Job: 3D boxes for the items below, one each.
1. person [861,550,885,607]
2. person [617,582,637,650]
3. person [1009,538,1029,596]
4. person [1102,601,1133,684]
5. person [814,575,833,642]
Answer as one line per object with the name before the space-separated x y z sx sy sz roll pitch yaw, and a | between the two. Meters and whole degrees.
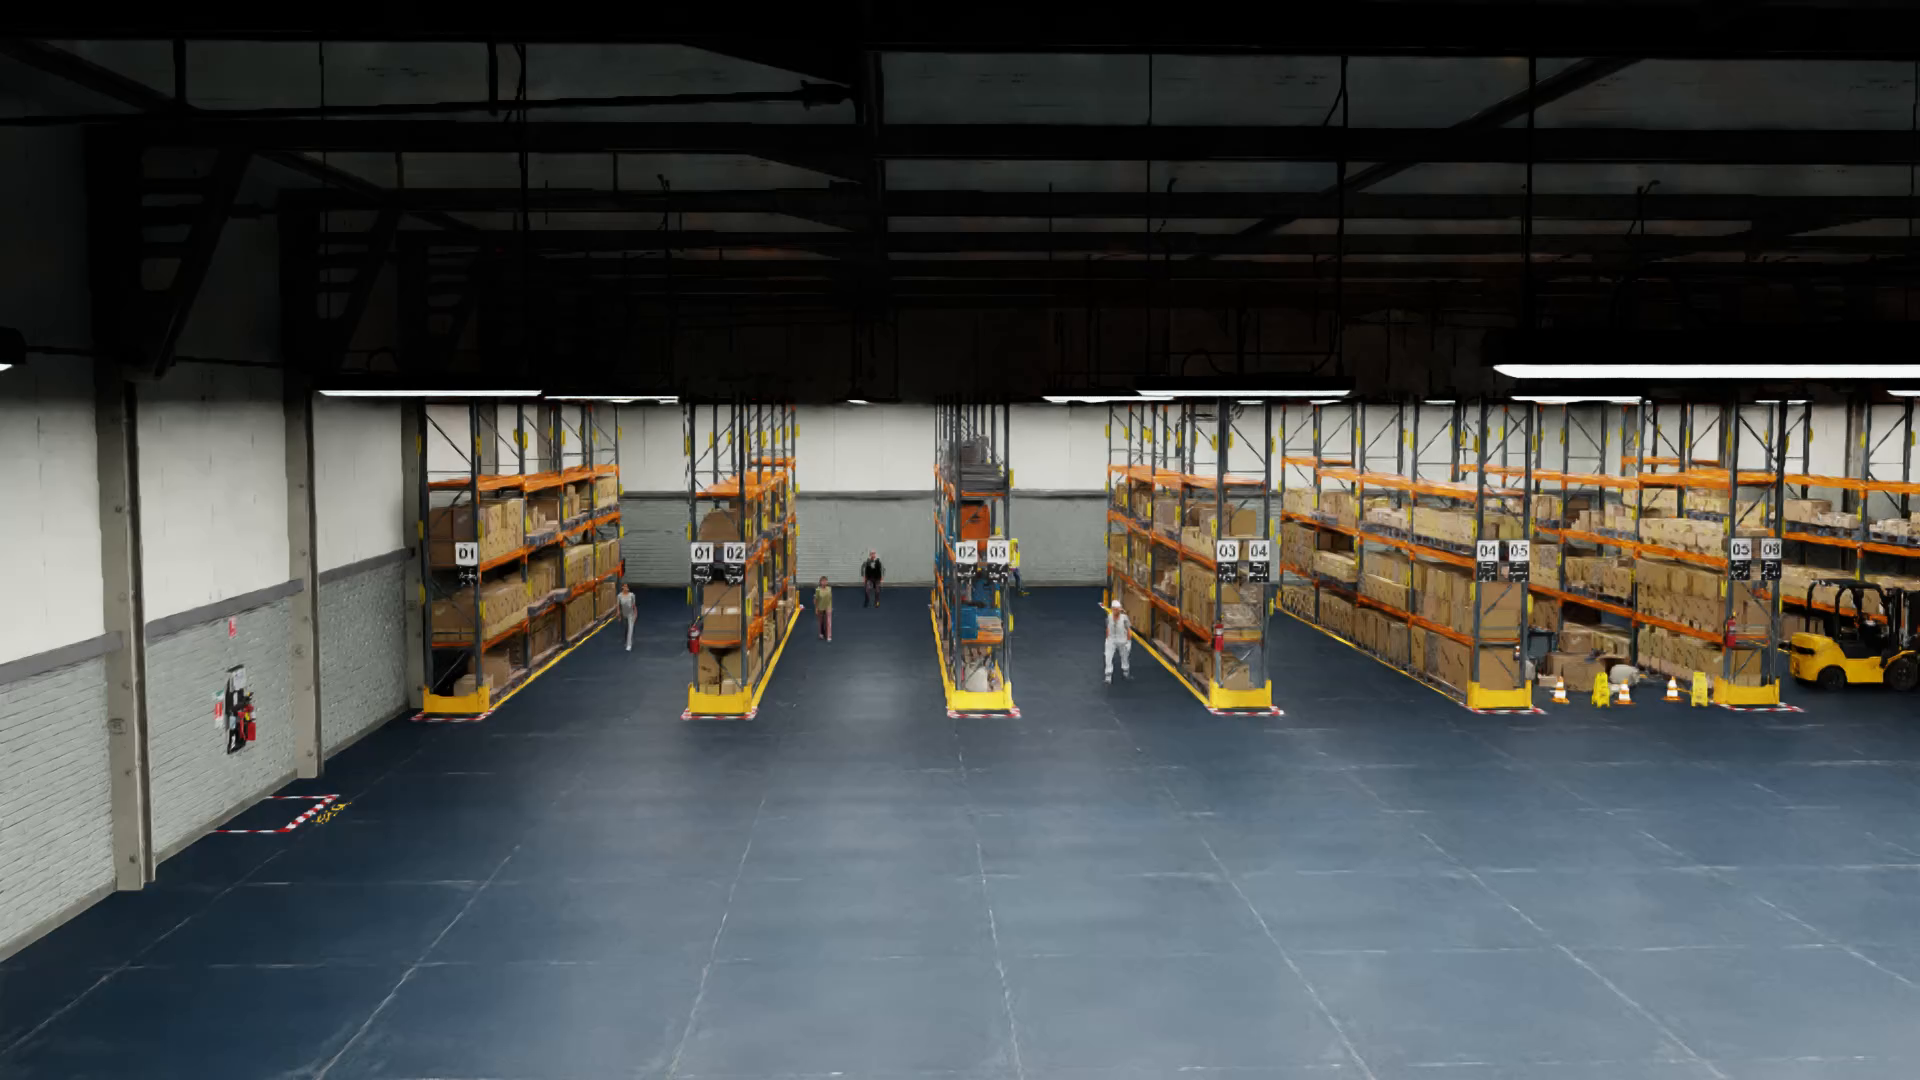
person | -2.487 1.099 47.415 0.677 1.674 0.534 0 5 -4
person | -7.879 1.769 39.248 0.446 1.590 1.110 0 5 0
person | 1.654 0.816 50.179 0.567 1.752 0.740 3 6 36
person | 3.271 2.106 34.458 0.598 1.734 0.988 2 5 18
person | -3.337 1.653 40.615 0.449 1.586 1.098 0 5 -5
